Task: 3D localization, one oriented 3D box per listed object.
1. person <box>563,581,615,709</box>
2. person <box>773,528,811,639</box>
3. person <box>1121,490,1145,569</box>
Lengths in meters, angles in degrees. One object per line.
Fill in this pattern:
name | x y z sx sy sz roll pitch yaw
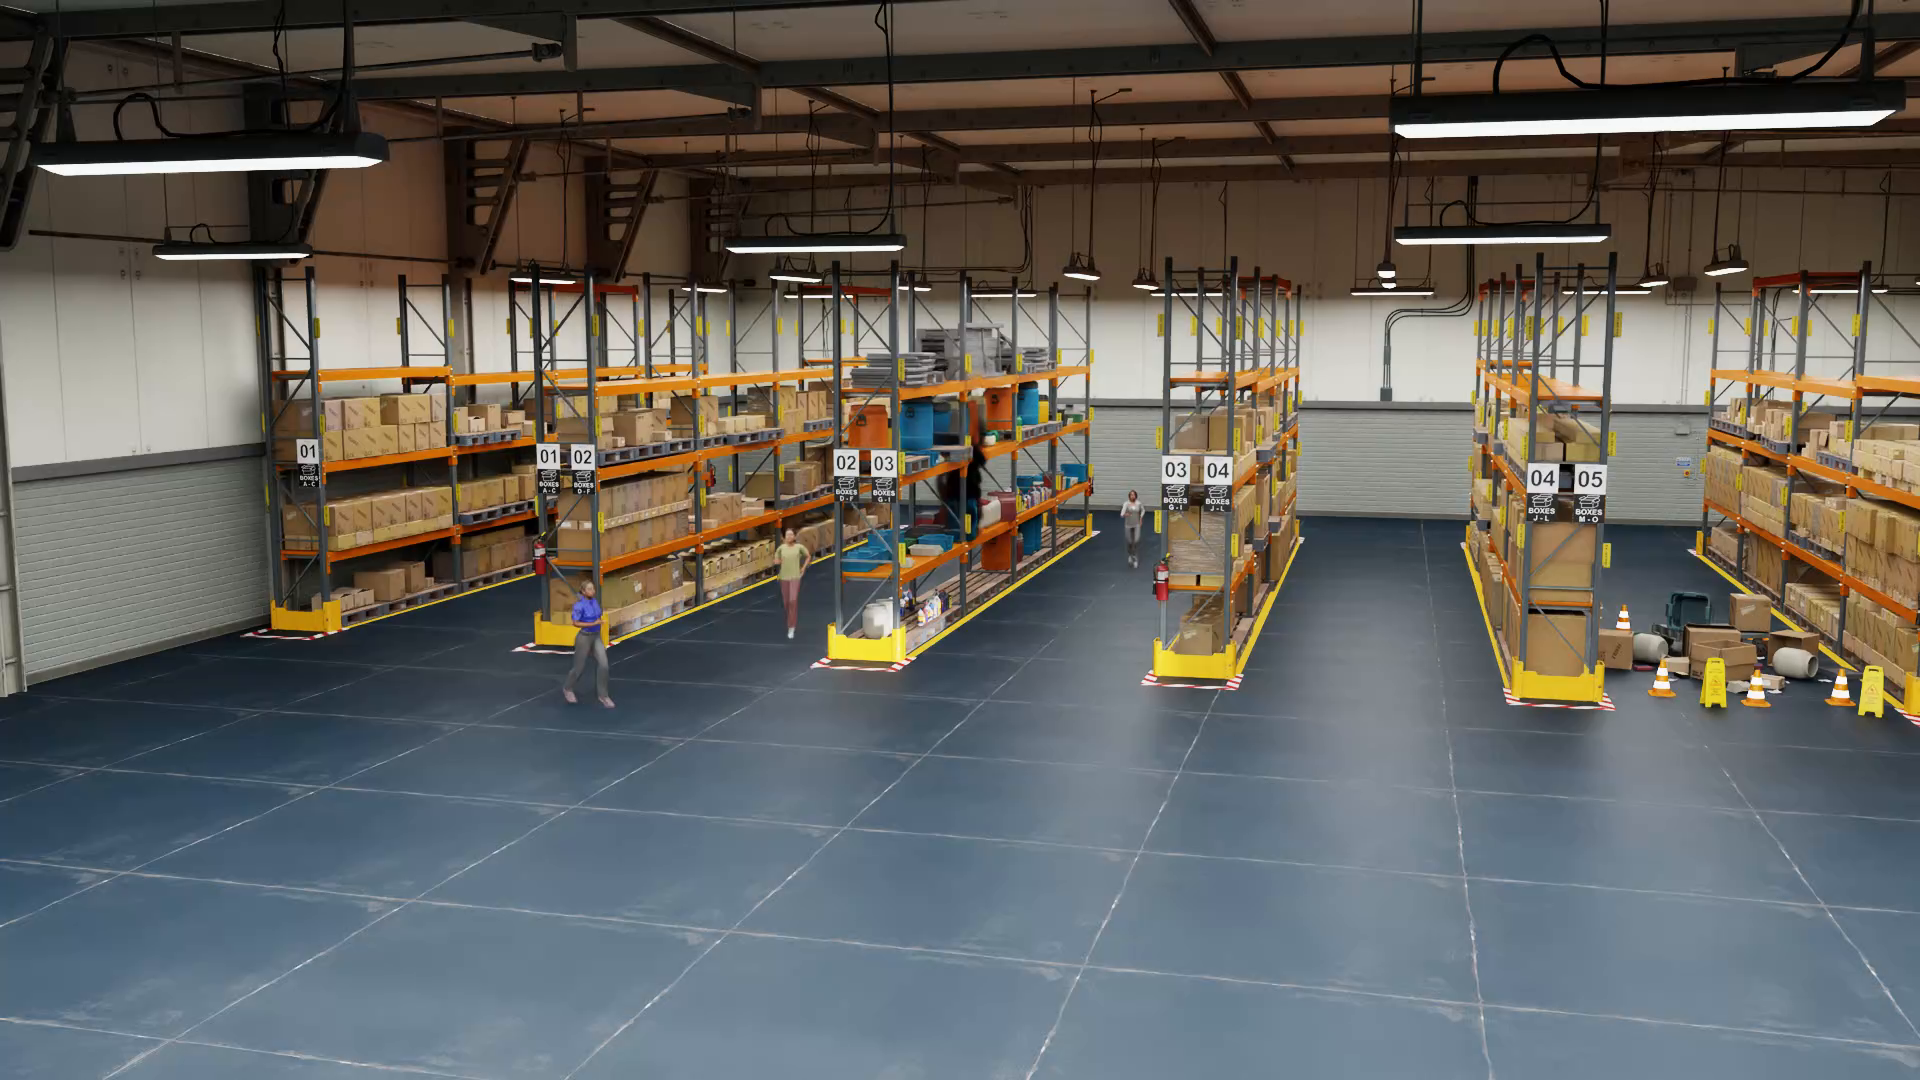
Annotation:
person | -4.964 1.380 22.091 0.805 1.708 0.603 5 9 32
person | -2.691 0.656 26.435 0.565 1.711 0.768 1 7 9
person | 3.639 -0.236 35.055 0.518 1.629 0.690 0 7 3
